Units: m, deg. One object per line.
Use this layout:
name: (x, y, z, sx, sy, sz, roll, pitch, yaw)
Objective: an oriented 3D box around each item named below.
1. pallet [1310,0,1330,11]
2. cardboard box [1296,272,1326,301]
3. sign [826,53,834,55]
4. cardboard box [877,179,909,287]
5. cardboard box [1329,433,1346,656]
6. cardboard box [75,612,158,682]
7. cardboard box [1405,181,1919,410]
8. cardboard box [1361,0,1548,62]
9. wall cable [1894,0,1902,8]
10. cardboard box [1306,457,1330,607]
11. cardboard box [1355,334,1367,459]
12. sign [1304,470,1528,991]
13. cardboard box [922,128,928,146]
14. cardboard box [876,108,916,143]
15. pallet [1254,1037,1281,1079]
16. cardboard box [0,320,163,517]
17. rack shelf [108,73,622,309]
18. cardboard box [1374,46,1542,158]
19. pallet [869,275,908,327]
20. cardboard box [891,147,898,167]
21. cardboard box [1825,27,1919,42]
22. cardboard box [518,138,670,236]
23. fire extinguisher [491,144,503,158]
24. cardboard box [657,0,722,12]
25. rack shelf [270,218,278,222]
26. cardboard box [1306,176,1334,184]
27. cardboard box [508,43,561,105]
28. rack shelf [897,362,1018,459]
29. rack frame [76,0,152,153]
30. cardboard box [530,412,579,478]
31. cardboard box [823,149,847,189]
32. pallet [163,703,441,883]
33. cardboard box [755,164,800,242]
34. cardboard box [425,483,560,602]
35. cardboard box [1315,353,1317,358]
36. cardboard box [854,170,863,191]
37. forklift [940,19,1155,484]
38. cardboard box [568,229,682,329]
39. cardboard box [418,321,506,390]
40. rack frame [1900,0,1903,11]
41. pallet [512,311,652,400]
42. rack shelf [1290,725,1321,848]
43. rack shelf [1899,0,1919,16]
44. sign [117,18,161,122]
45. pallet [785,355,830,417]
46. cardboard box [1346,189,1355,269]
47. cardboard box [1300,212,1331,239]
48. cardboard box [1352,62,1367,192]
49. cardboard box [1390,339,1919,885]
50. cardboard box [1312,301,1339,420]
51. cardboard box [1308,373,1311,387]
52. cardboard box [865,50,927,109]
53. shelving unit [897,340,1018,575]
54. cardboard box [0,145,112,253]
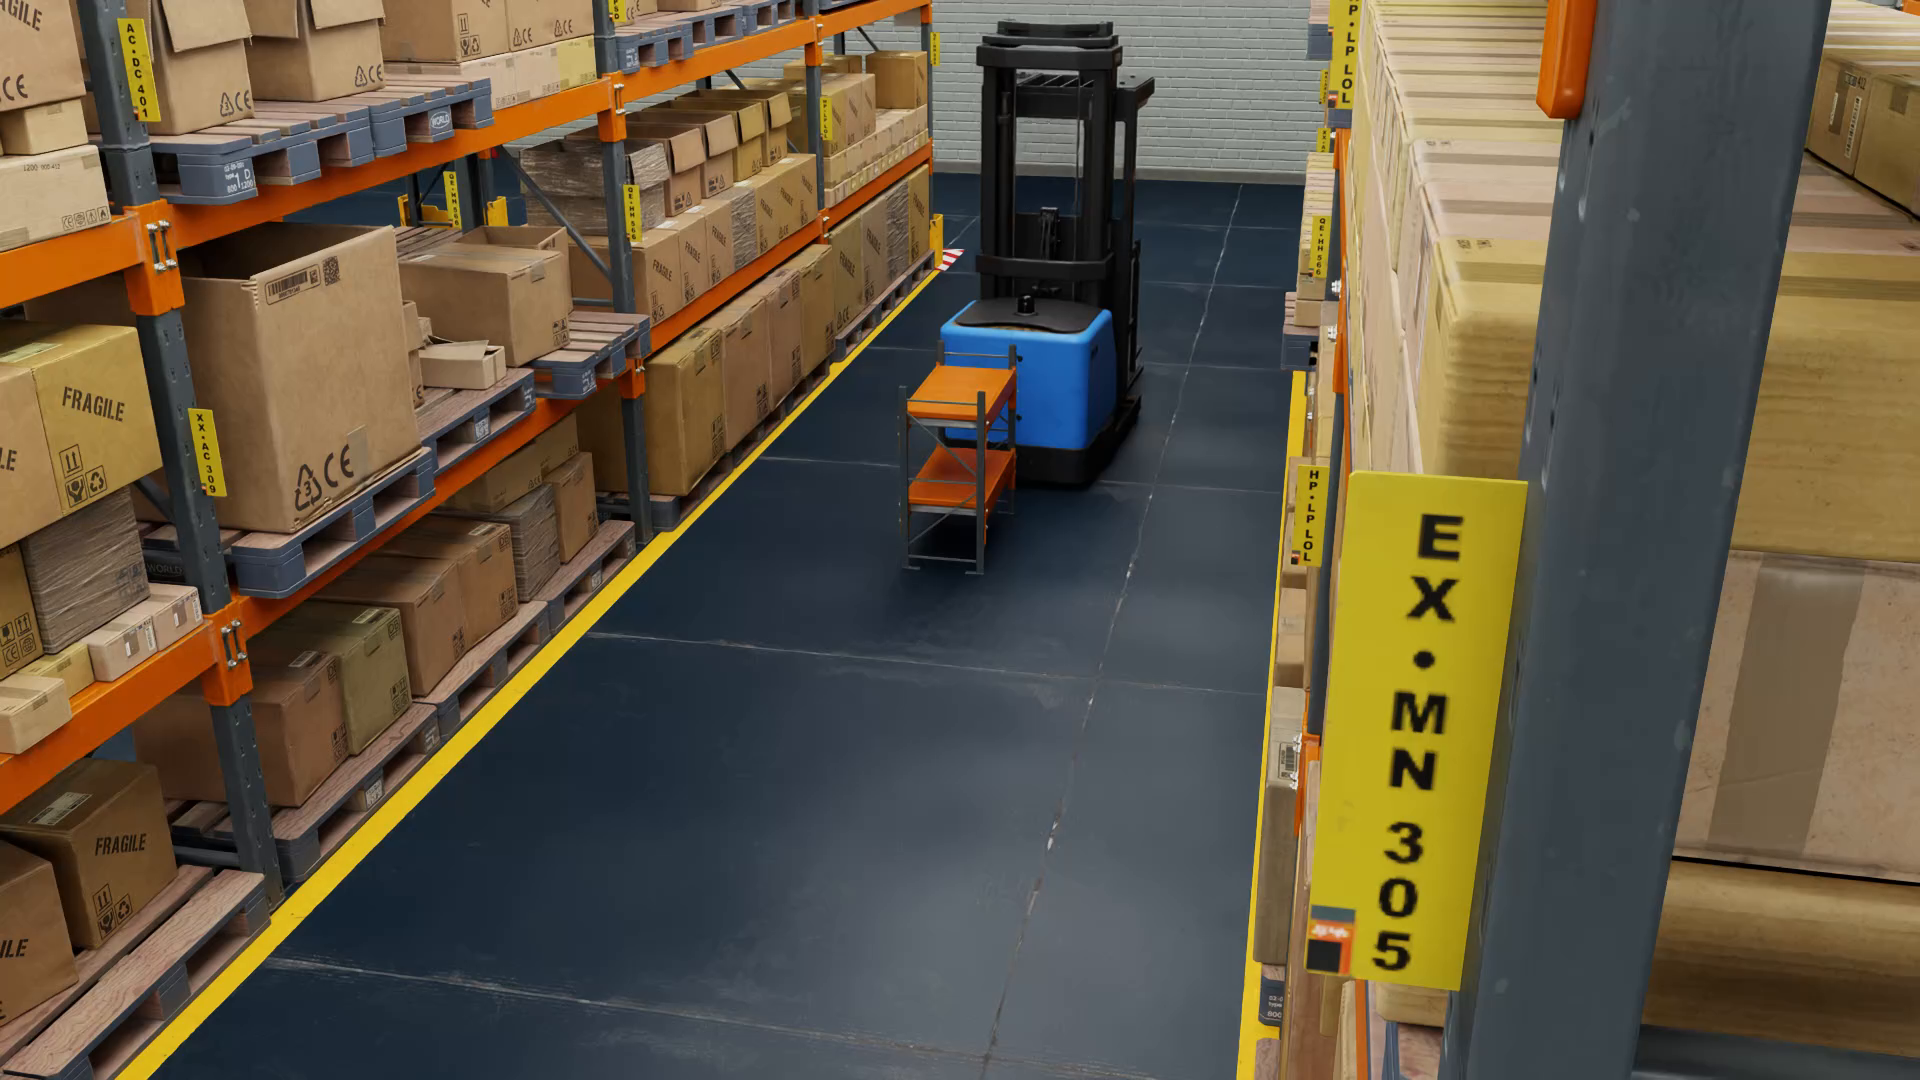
pallet: (3.007, -3.546, 11.380, 1.213, 0.211, 1.003, 4, 22, 11)
cardboard box: (2.076, -1.428, 9.261, 0.380, 0.149, 0.250, 5, 22, 12)
sign: (-1.324, -4.820, 17.042, 0.100, 0.325, 0.005, 4, 22, 11)
cardboard box: (-1.020, -2.974, 16.004, 0.875, 0.875, 0.875, 4, 22, 11)
cardboard box: (1.496, 0.028, 4.623, 0.875, 0.550, 0.550, 4, 22, 11)
cardboard box: (-3.047, 0.359, 5.782, 0.380, 0.149, 0.250, 4, 22, 11)
cardboard box: (0.577, -0.197, 1.386, 0.380, 0.149, 0.250, 5, 22, 11)
cardboard box: (1.095, -1.127, 3.693, 0.380, 0.149, 0.250, 4, 22, 10)
wall cable: (11.438, -6.013, 19.910, 0.588, 1.984, 0.122, 4, 22, 11)
cardboard box: (1.553, 0.024, 6.145, 0.500, 0.500, 0.500, 4, 22, 10)
cardboard box: (0.784, -0.199, 2.458, 0.380, 0.149, 0.250, 5, 22, 11)
sign: (0.260, 0.117, 0.953, 0.100, 0.325, 0.005, 4, 22, 11)
cardboard box: (-0.532, -4.066, 16.770, 0.380, 0.149, 0.250, 5, 22, 12)
cardboard box: (-0.725, -4.023, 16.130, 0.500, 0.250, 0.500, 4, 22, 10)
pallet: (1.373, 2.032, 5.026, 1.003, 0.211, 1.213, 4, 22, 11)
cardboard box: (-3.053, -0.412, 5.490, 0.500, 0.500, 0.500, 4, 22, 11)
rack shelf: (-2.822, -1.738, 7.602, 1.077, 0.370, 4.000, 4, 22, 11)
cardboard box: (0.836, -0.664, 2.544, 0.380, 0.149, 0.250, 5, 22, 11)
pallet: (-1.119, -2.301, 15.784, 1.003, 0.211, 1.213, 4, 22, 11)
cardboard box: (-0.791, -3.597, 15.606, 0.380, 0.149, 0.250, 5, 22, 11)
cardboard box: (1.584, -0.800, 2.883, 0.380, 0.149, 0.250, 4, 22, 10)
cardboard box: (-2.249, -2.190, 10.299, 0.797, 0.503, 0.637, 5, 23, 13)
fire extinguisher: (-5.155, -4.527, 18.181, 0.296, 0.674, 0.183, 4, 22, 11)
cardboard box: (-2.018, -3.795, 11.045, 0.797, 0.503, 0.637, 4, 22, 10)
rack shelf: (-6.855, -2.187, 12.732, 1.077, 0.370, 4.000, 4, 22, 11)
cardboard box: (2.496, -2.324, 11.087, 0.380, 0.149, 0.250, 4, 22, 10)
cardboard box: (-2.359, -2.359, 8.380, 0.500, 0.250, 0.500, 4, 22, 11)
rack shelf: (0.001, -0.796, 10.040, 0.538, 0.278, 1.000, 4, 22, 11)
rack frame: (-3.230, -2.732, 5.091, 1.000, 3.000, 0.127, 4, 22, 11)
cardboard box: (-2.521, -0.557, 9.474, 0.500, 0.250, 0.500, 5, 23, 13)
cardboard box: (-1.246, -3.095, 13.826, 0.500, 0.250, 0.500, 4, 22, 10)
pallet: (-3.073, 1.060, 7.440, 1.003, 0.211, 1.213, 4, 22, 11)
cardboard box: (-1.534, -2.549, 12.533, 0.500, 0.500, 0.500, 5, 23, 13)
cardboard box: (-2.632, -0.006, 9.110, 0.700, 0.500, 0.500, 3, 22, 6)
cardboard box: (2.515, -1.020, 10.652, 0.500, 0.250, 0.500, 5, 22, 12)
cardboard box: (-1.053, -3.130, 14.446, 0.380, 0.149, 0.250, 4, 22, 9)
forklift: (0.752, -2.255, 12.029, 1.130, 2.935, 3.031, 6, 23, 15)
cardboard box: (-2.049, -1.615, 10.215, 0.500, 0.500, 0.500, 5, 22, 12)
cardboard box: (-2.490, -0.914, 8.225, 0.396, 0.266, 0.258, 4, 22, 9)
rack frame: (8.920, -3.582, 15.233, 1.000, 3.000, 0.127, 4, 22, 11)
pallet: (-2.455, -1.054, 9.212, 1.213, 0.211, 1.003, 4, 22, 11)
rack shelf: (1.197, 1.531, 3.499, 1.077, 0.370, 4.000, 4, 22, 11)
rack shelf: (8.512, -3.908, 12.991, 1.077, 0.370, 4.000, 4, 22, 11)
sign: (-2.698, -1.542, 5.459, 0.100, 0.325, 0.005, 4, 22, 11)
pallet: (-1.682, -1.293, 13.282, 1.003, 0.211, 1.213, 4, 22, 11)
cardboard box: (1.043, -0.665, 3.615, 0.380, 0.149, 0.250, 4, 22, 10)
cardboard box: (2.230, -1.851, 9.911, 0.380, 0.149, 0.250, 5, 22, 13)
cardboard box: (1.129, -0.893, 3.646, 0.500, 0.250, 0.500, 4, 22, 10)
cardboard box: (0.615, 0.028, 1.361, 0.500, 0.250, 0.500, 5, 22, 12)
cardboard box: (2.065, -0.899, 8.438, 0.500, 0.500, 0.500, 5, 22, 12)
cardboard box: (2.720, -1.051, 11.733, 0.500, 0.500, 0.500, 5, 23, 13)
cardboard box: (-0.624, -4.556, 16.449, 0.500, 0.500, 0.500, 5, 22, 12)
shelving unit: (0.001, -0.524, 10.150, 0.538, 1.125, 1.048, 4, 22, 11)
cardboard box: (-3.068, -1.084, 5.216, 0.500, 0.250, 0.500, 5, 23, 13)
